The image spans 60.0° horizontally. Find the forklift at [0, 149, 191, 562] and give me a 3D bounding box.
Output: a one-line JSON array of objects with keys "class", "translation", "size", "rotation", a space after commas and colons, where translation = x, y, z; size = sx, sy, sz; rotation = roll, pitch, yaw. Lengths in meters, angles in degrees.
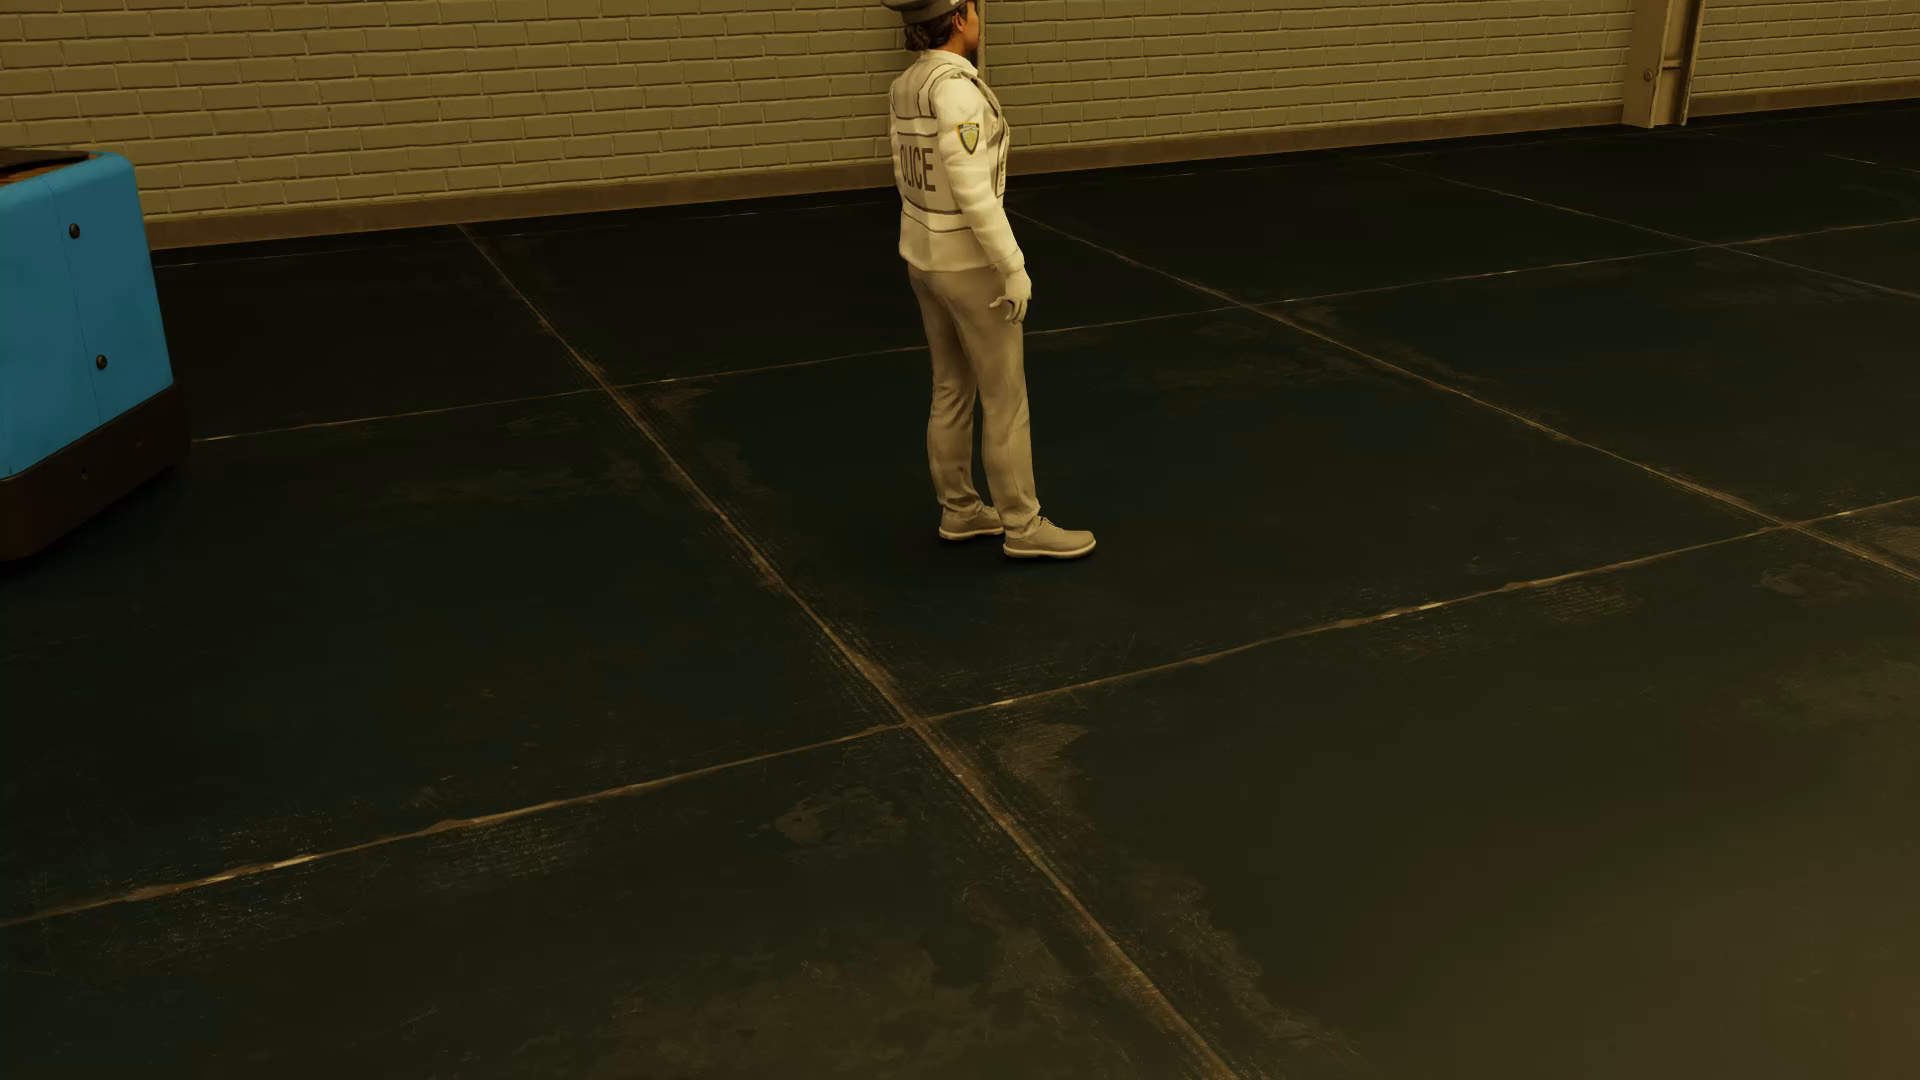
[{"class": "forklift", "translation": [-4.152, -1.464, 4.809], "size": [3.031, 2.935, 1.130], "rotation": [2, 23, 4]}]

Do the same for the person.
[{"class": "person", "translation": [0.065, -0.798, 4.800], "size": [0.531, 1.695, 0.588], "rotation": [-10, 25, -23]}]
